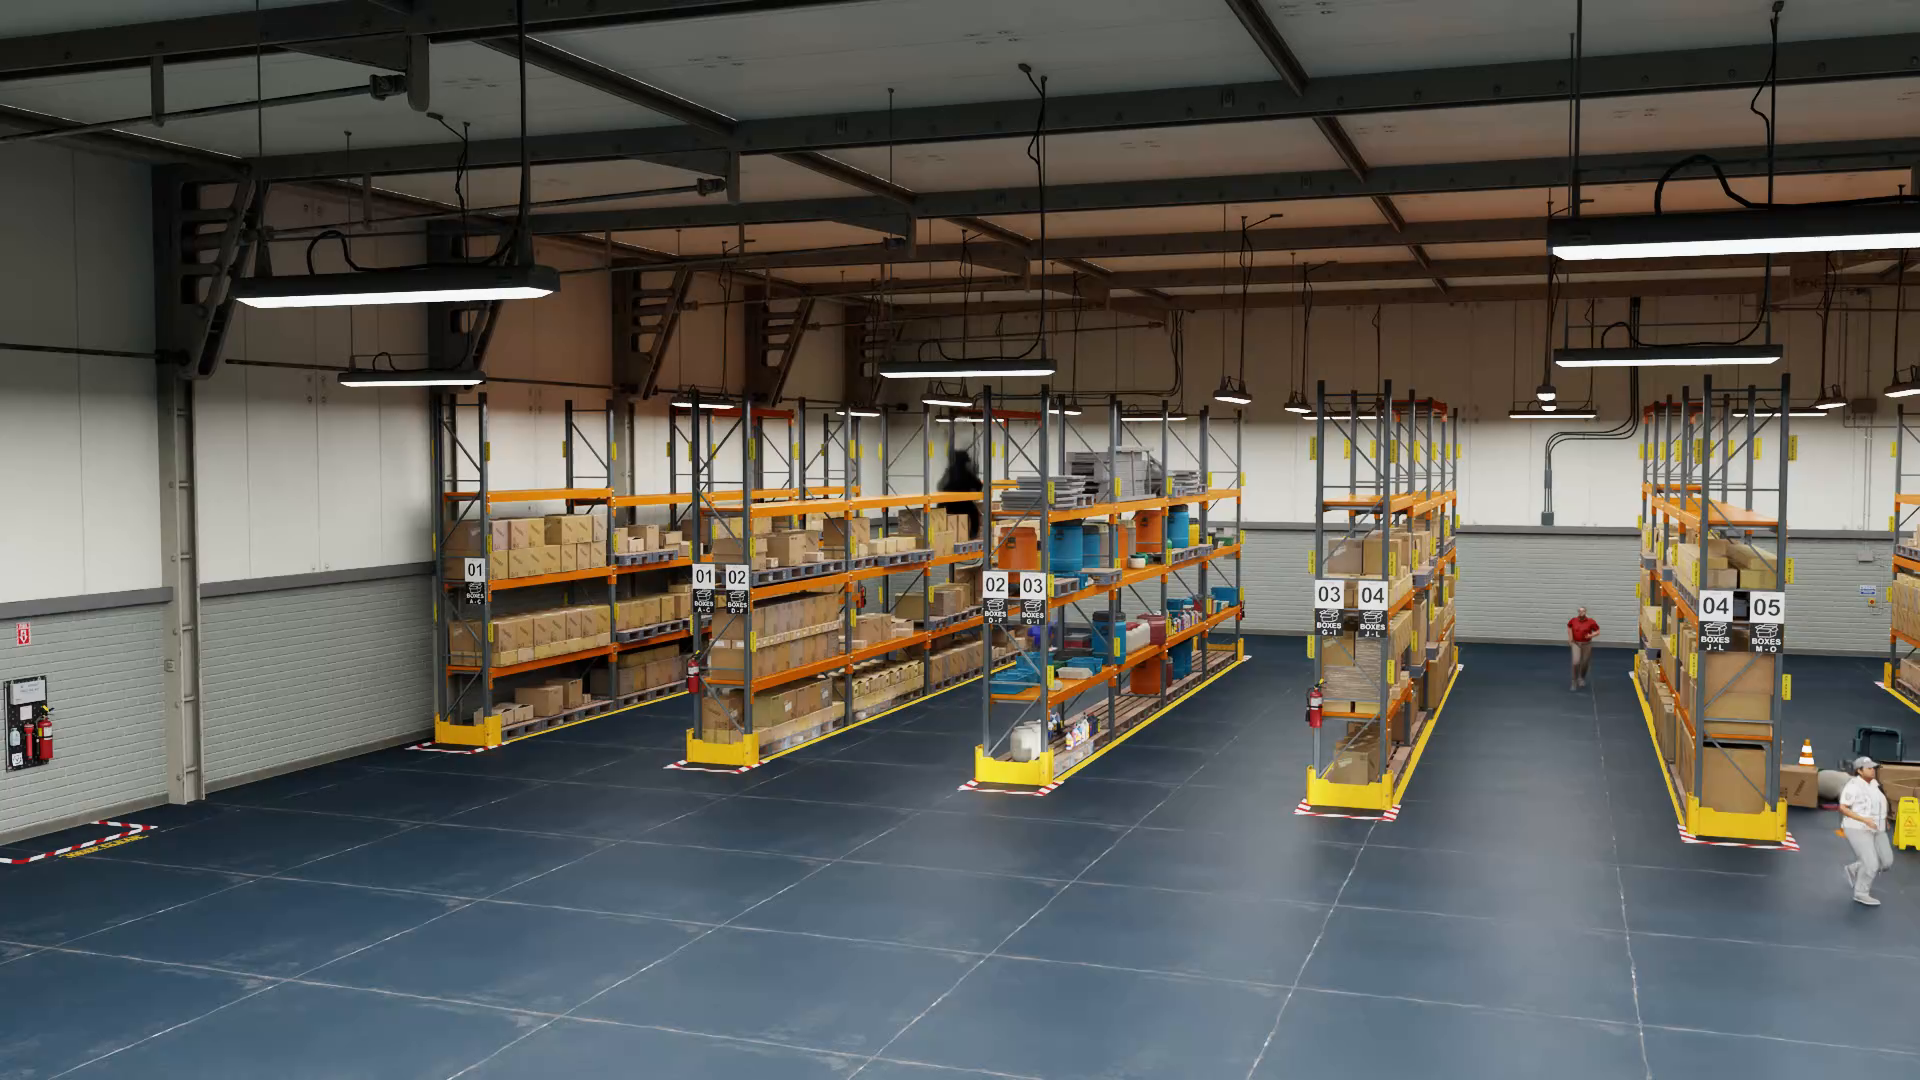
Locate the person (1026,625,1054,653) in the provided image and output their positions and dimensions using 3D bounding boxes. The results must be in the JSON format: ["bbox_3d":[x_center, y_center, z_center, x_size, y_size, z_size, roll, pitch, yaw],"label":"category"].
[{"bbox_3d":[1.644,2.345,34.594,0.558,1.685,0.667,1,3,10],"label":"person"}]

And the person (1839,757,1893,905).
[{"bbox_3d":[10.035,3.209,18.456,0.604,1.617,0.575,-1,3,-25],"label":"person"}]

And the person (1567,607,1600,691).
[{"bbox_3d":[13.122,2.293,35.013,0.663,1.803,0.771,1,3,22],"label":"person"}]

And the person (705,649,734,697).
[{"bbox_3d":[-4.293,2.531,29.864,0.670,1.834,0.809,1,3,11],"label":"person"}]
